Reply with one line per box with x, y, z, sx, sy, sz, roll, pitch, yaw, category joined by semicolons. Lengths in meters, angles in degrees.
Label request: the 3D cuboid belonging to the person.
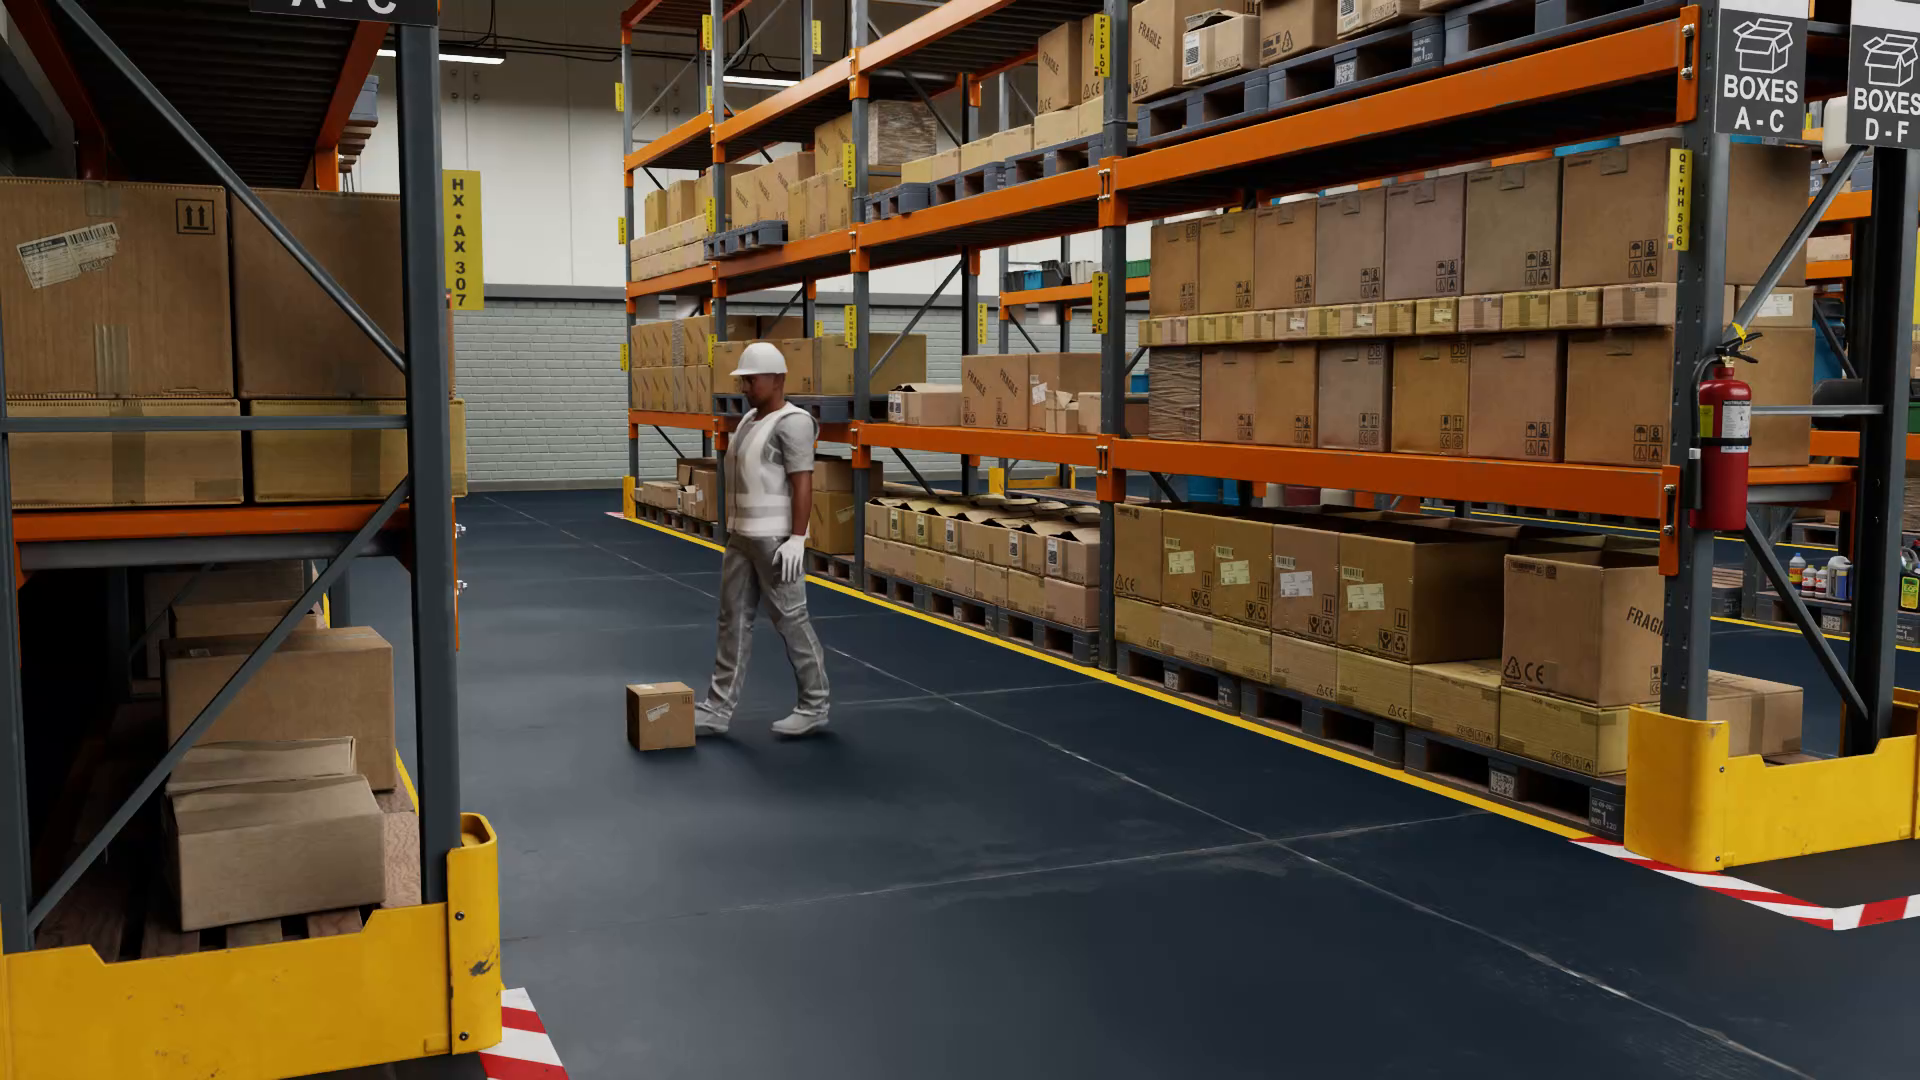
-0.960;0.004;7.508;0.712;1.778;0.592;-3;6;-31;person
